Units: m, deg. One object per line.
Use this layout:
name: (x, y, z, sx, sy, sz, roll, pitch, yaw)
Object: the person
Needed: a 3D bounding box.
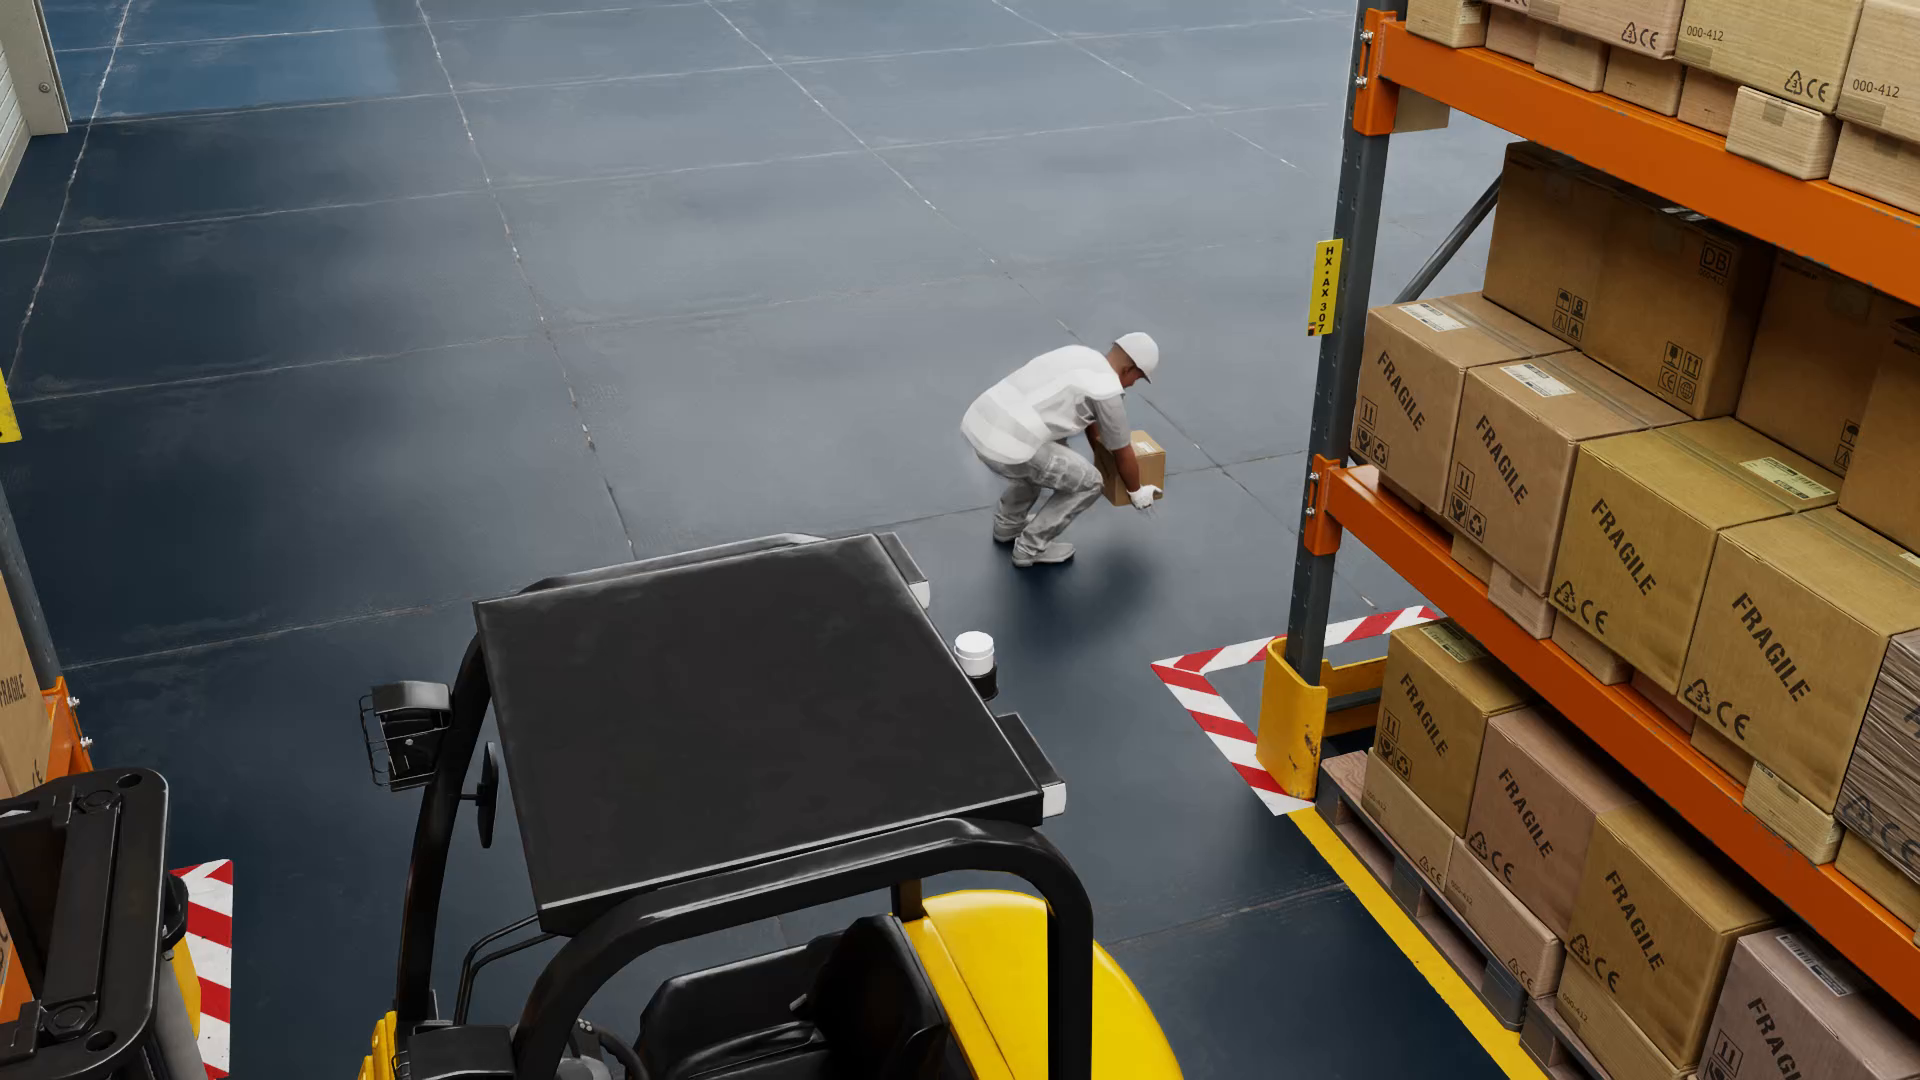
person: (0.469, -0.433, 7.678, 0.948, 0.992, 0.551, -11, 31, -19)
